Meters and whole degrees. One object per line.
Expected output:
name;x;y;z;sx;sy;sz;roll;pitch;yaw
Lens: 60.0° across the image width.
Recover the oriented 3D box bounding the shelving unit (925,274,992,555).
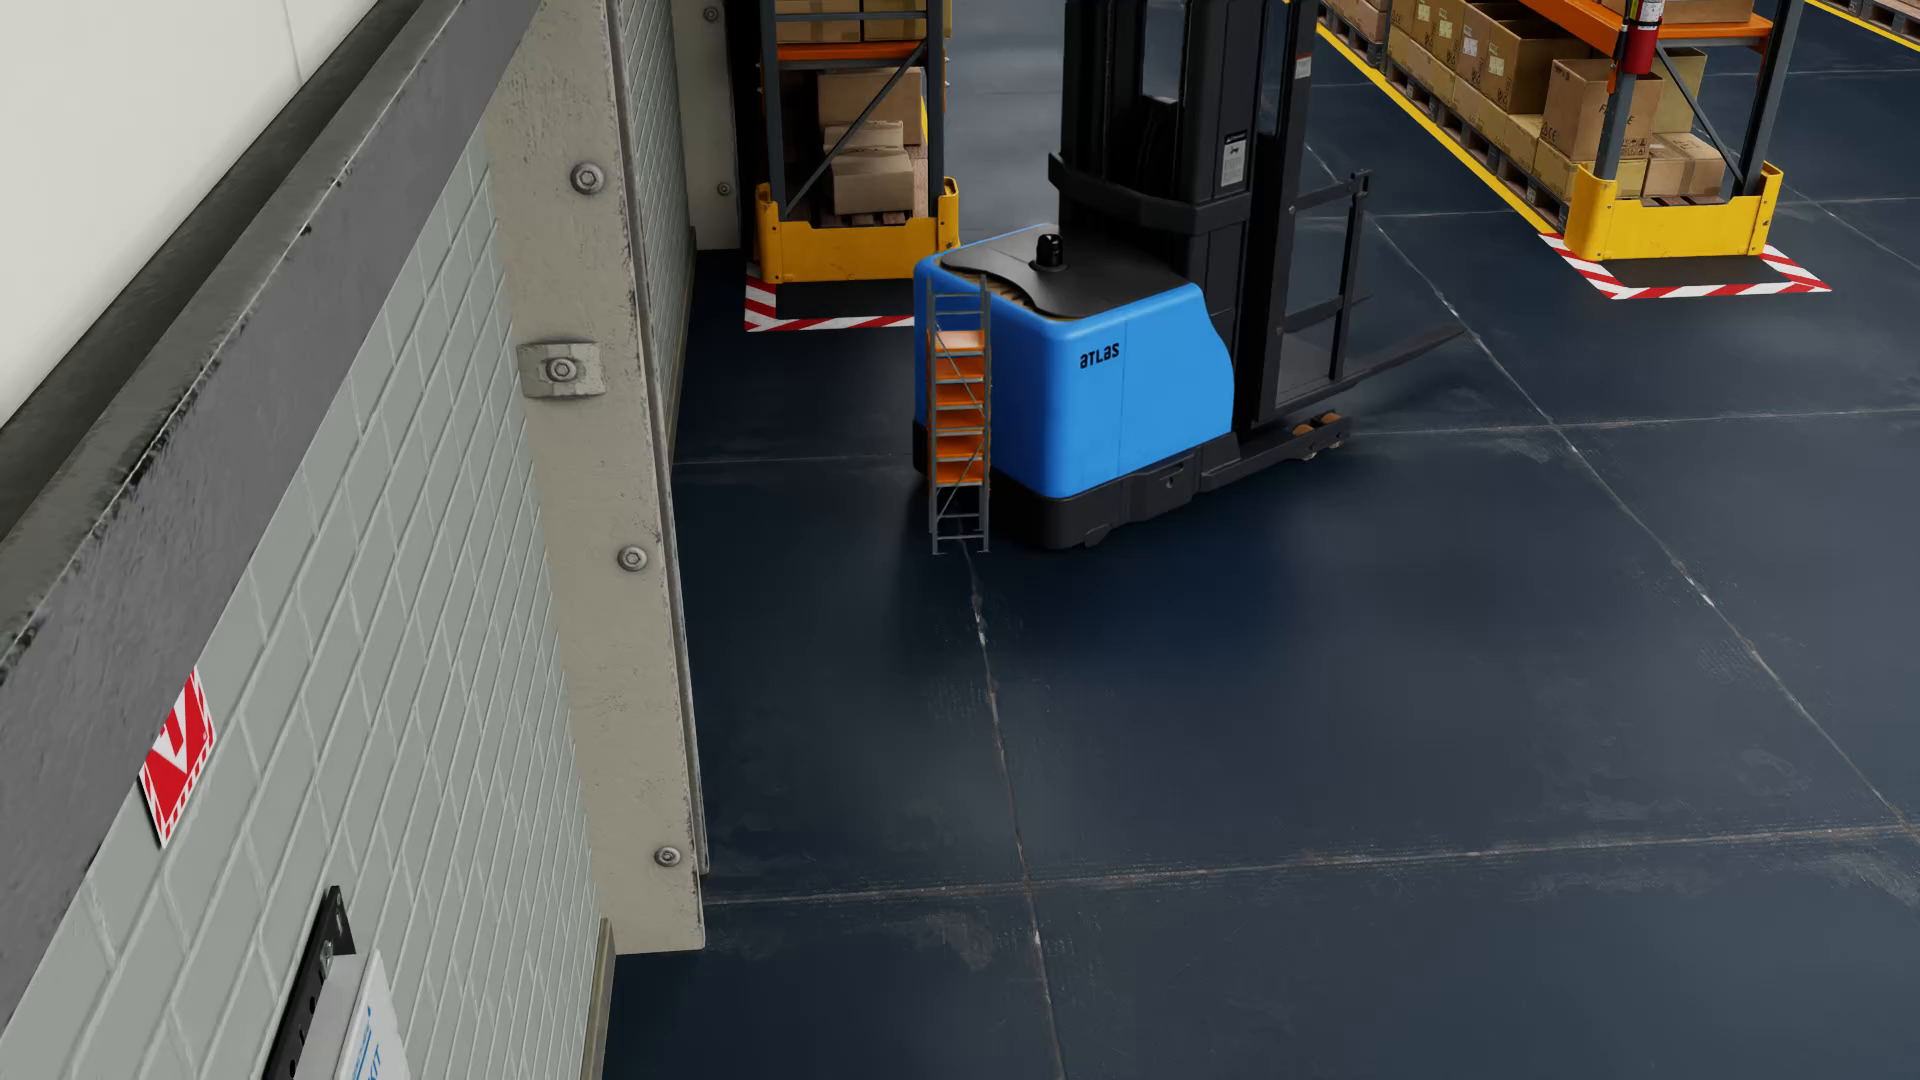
shelving unit;-0.008;-0.504;6.923;0.258;1.200;0.189;-3;31;-5

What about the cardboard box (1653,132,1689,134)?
cardboard box;4.457;-2.646;11.026;0.500;0.250;0.500;-3;31;-5

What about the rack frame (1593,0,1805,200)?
rack frame;4.336;-3.106;9.526;1.000;3.000;0.127;-3;31;-5

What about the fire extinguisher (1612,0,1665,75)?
fire extinguisher;3.885;-2.991;9.407;0.296;0.674;0.183;-3;31;-5

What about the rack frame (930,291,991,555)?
rack frame;0.001;-0.457;6.845;0.240;1.200;0.006;-3;31;-5

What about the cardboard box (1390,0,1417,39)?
cardboard box;3.694;-4.219;12.928;0.500;0.500;0.500;-3;31;-5

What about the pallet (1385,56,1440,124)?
pallet;3.995;-3.544;12.977;1.003;0.211;1.213;-3;31;-5

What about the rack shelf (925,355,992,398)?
rack shelf;-0.008;-0.672;6.823;0.258;0.103;0.180;-3;31;-5

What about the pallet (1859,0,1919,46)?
pallet;8.782;-4.586;14.722;1.003;0.211;1.213;-3;31;-5

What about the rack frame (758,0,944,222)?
rack frame;-0.595;-2.867;9.125;1.000;3.000;0.127;-3;31;-5

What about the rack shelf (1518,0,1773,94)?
rack shelf;4.149;-3.819;11.420;1.077;0.370;4.000;-3;31;-5

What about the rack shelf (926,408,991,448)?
rack shelf;-0.008;-0.466;6.946;0.258;0.103;0.180;-3;31;-5

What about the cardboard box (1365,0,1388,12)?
cardboard box;3.639;-4.582;13.721;0.500;0.311;0.500;-3;31;-5

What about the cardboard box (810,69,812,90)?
cardboard box;-0.832;-3.497;12.188;0.500;0.500;0.500;-5;31;-8

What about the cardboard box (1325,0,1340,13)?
cardboard box;3.541;-4.866;14.743;0.500;0.250;0.500;-2;31;-3

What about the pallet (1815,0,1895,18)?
pallet;8.665;-5.210;15.767;1.003;0.211;1.213;-3;31;-5

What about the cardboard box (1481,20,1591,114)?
cardboard box;3.882;-3.198;11.219;0.500;0.500;0.500;-3;31;-5

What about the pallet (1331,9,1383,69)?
pallet;3.855;-4.326;14.286;1.003;0.211;1.213;-3;31;-5

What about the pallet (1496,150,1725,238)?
pallet;4.223;-2.298;10.891;1.003;0.211;1.213;-3;31;-5

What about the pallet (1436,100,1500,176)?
pallet;4.112;-2.919;11.931;1.003;0.211;1.213;-3;31;-5

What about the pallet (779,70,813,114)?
pallet;-0.871;-3.371;12.688;1.003;0.211;1.213;-3;31;-5

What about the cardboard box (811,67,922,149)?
cardboard box;-0.643;-3.008;11.370;0.700;0.500;0.500;-5;31;-8

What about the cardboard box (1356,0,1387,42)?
cardboard box;3.635;-4.346;13.873;0.500;0.250;0.500;-3;31;-5

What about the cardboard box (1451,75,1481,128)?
cardboard box;3.840;-3.131;11.839;0.500;0.250;0.500;-3;31;-5

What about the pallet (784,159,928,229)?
pallet;-0.643;-2.125;10.602;1.003;0.211;1.213;-3;31;-5

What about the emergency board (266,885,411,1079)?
emergency board;-0.769;1.144;2.410;0.194;1.169;0.643;-3;31;-5

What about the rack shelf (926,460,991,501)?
rack shelf;-0.008;-0.260;7.069;0.258;0.103;0.180;-3;31;-5

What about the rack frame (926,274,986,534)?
rack frame;-0.016;-0.551;7.002;0.240;1.200;0.006;-3;31;-5

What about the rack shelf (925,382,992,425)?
rack shelf;-0.008;-0.569;6.885;0.258;0.103;0.180;-3;31;-5

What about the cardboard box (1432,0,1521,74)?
cardboard box;3.788;-3.708;12.073;0.500;0.500;0.500;-3;31;-5

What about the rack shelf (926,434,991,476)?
rack shelf;-0.008;-0.363;7.008;0.258;0.103;0.180;-3;31;-5

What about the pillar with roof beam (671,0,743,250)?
pillar with roof beam;2.764;-5.965;8.461;9.100;9.000;0.400;-3;31;-5

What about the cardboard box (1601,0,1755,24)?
cardboard box;4.305;-3.388;9.900;0.700;0.500;0.500;-3;31;-5

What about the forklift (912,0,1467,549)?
forklift;1.252;-1.827;7.451;3.031;2.935;1.130;-22;37;-32

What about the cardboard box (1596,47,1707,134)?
cardboard box;4.459;-2.968;10.834;0.500;0.500;0.500;-3;31;-5

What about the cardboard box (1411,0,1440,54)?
cardboard box;3.749;-3.964;12.501;0.500;0.500;0.500;-3;31;-5

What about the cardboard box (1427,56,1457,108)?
cardboard box;3.787;-3.386;12.266;0.500;0.250;0.500;-3;31;-5

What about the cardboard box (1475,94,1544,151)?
cardboard box;3.885;-2.876;11.411;0.500;0.250;0.500;-3;31;-5

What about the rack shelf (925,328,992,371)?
rack shelf;-0.008;-0.775;6.762;0.258;0.103;0.180;-3;31;-5

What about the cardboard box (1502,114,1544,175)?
cardboard box;3.933;-2.621;10.984;0.500;0.250;0.500;-3;31;-5

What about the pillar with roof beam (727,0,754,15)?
pillar with roof beam;2.203;-9.028;13.589;9.100;9.000;0.400;-3;31;-5

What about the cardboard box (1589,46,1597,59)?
cardboard box;4.399;-3.223;11.261;0.500;0.500;0.500;-3;31;-5

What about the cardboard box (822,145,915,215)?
cardboard box;-0.571;-2.259;10.300;0.500;0.311;0.500;-6;31;-10

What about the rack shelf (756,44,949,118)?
rack shelf;-0.782;-3.579;11.019;1.077;0.370;4.000;-3;31;-5

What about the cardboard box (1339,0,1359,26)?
cardboard box;3.590;-4.605;14.306;0.500;0.250;0.500;-3;31;-5

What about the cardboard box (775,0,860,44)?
cardboard box;-0.832;-3.041;9.542;0.500;0.250;0.500;-2;31;-4

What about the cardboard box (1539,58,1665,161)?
cardboard box;3.990;-2.688;10.365;0.500;0.500;0.500;-3;31;-5

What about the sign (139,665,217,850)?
sign;-0.867;0.157;1.801;0.001;0.298;0.199;-3;31;-5

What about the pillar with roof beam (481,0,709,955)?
pillar with roof beam;3.325;-2.902;3.332;9.100;9.000;0.400;-3;31;-5

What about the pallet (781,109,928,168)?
pallet;-0.754;-2.747;11.643;1.003;0.211;1.213;-3;31;-5

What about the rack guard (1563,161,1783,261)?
rack guard;4.338;-2.021;10.146;1.175;0.500;0.348;-3;31;-5

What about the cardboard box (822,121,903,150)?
cardboard box;-0.624;-2.550;10.788;0.500;0.311;0.500;0;31;0

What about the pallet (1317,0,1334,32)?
pallet;3.738;-4.950;15.331;1.003;0.211;1.213;-3;31;-5

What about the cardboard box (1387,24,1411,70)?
cardboard box;3.704;-3.897;13.121;0.500;0.250;0.500;-3;31;-5

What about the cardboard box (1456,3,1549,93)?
cardboard box;3.836;-3.453;11.646;0.500;0.500;0.500;-3;31;-5

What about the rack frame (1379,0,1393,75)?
rack frame;3.962;-5.149;12.945;1.000;3.000;0.127;-3;31;-5

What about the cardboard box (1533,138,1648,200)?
cardboard box;3.992;-2.366;10.558;0.500;0.250;0.500;-3;31;-5

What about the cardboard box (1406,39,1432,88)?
cardboard box;3.746;-3.642;12.694;0.500;0.250;0.500;-3;31;-5

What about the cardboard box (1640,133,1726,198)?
cardboard box;4.508;-2.391;10.599;0.500;0.250;0.500;-3;31;-5
